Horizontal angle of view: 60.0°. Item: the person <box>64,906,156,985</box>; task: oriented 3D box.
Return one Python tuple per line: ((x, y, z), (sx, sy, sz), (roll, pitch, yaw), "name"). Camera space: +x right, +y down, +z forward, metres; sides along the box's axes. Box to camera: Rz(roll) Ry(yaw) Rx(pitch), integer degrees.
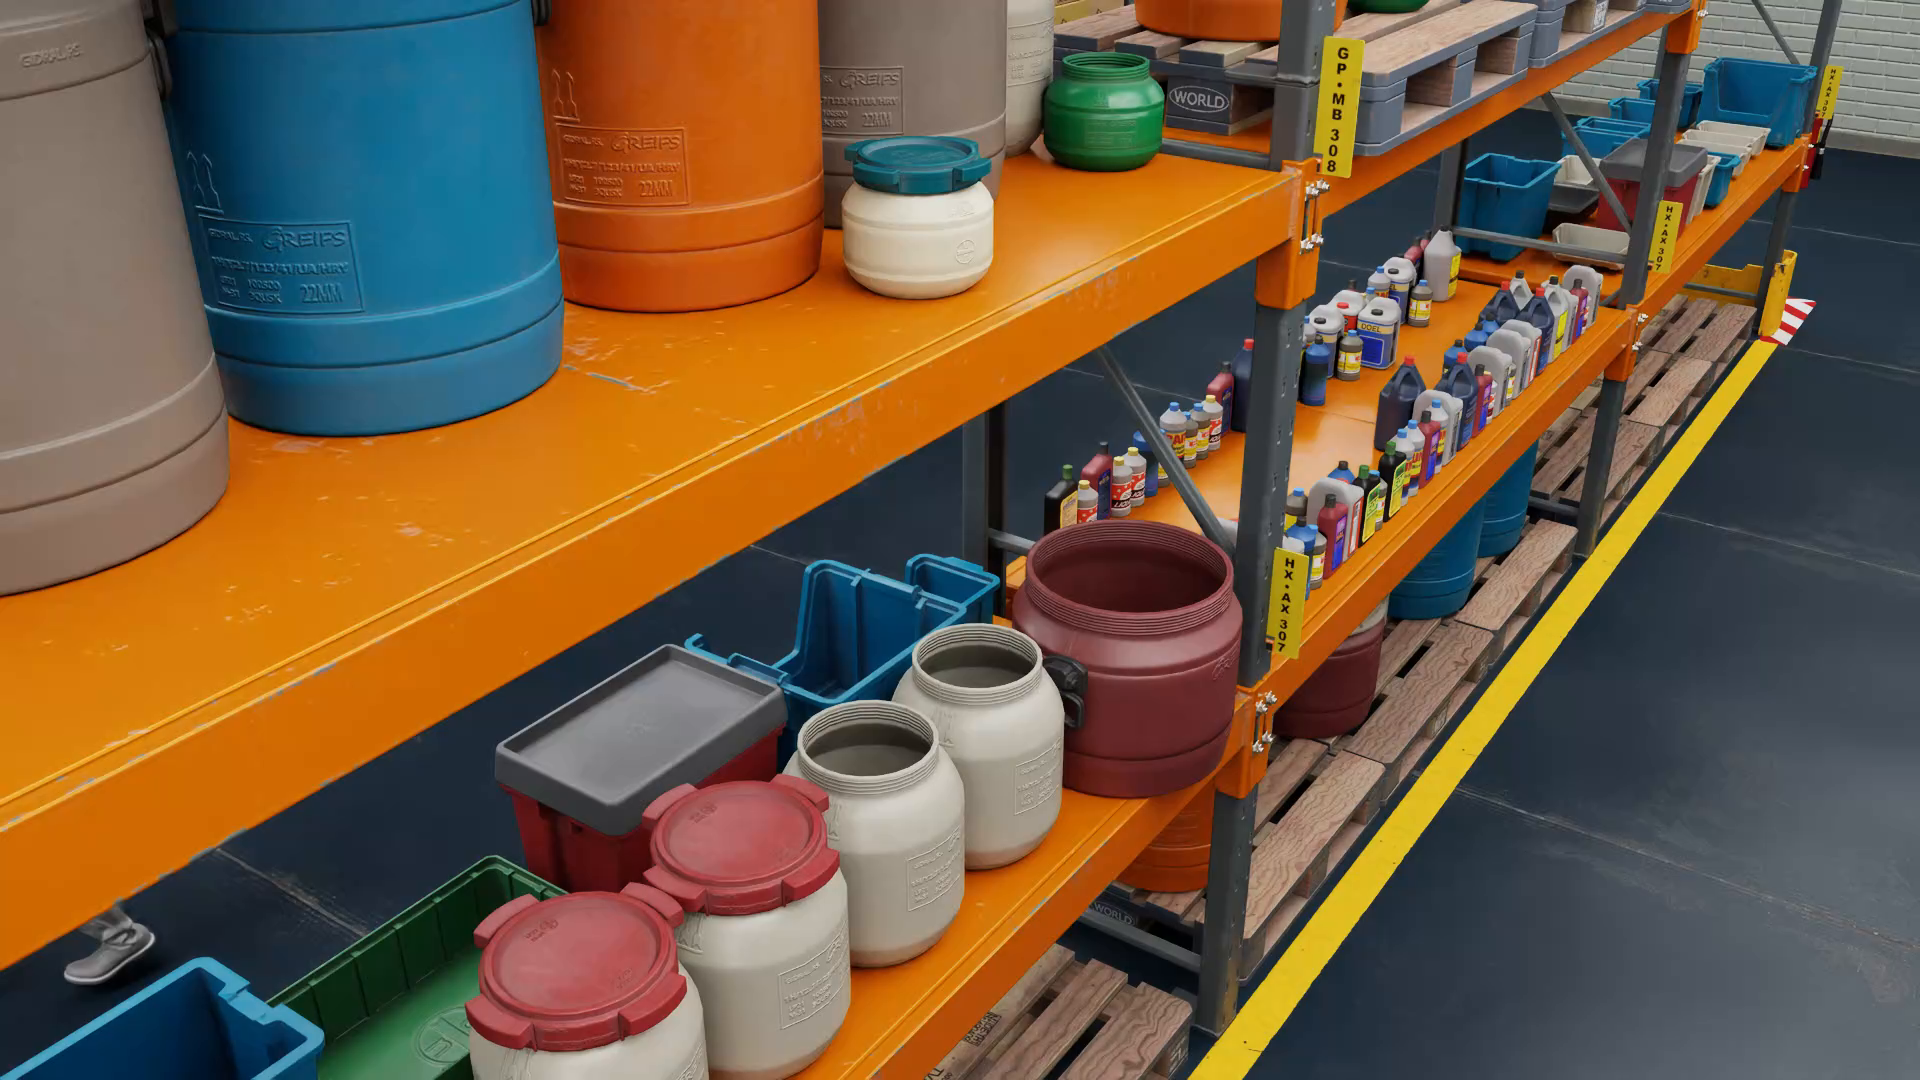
((-3.146, 0.786, 5.032), (1.007, 1.632, 0.486), (-16, 31, -29), "person")
